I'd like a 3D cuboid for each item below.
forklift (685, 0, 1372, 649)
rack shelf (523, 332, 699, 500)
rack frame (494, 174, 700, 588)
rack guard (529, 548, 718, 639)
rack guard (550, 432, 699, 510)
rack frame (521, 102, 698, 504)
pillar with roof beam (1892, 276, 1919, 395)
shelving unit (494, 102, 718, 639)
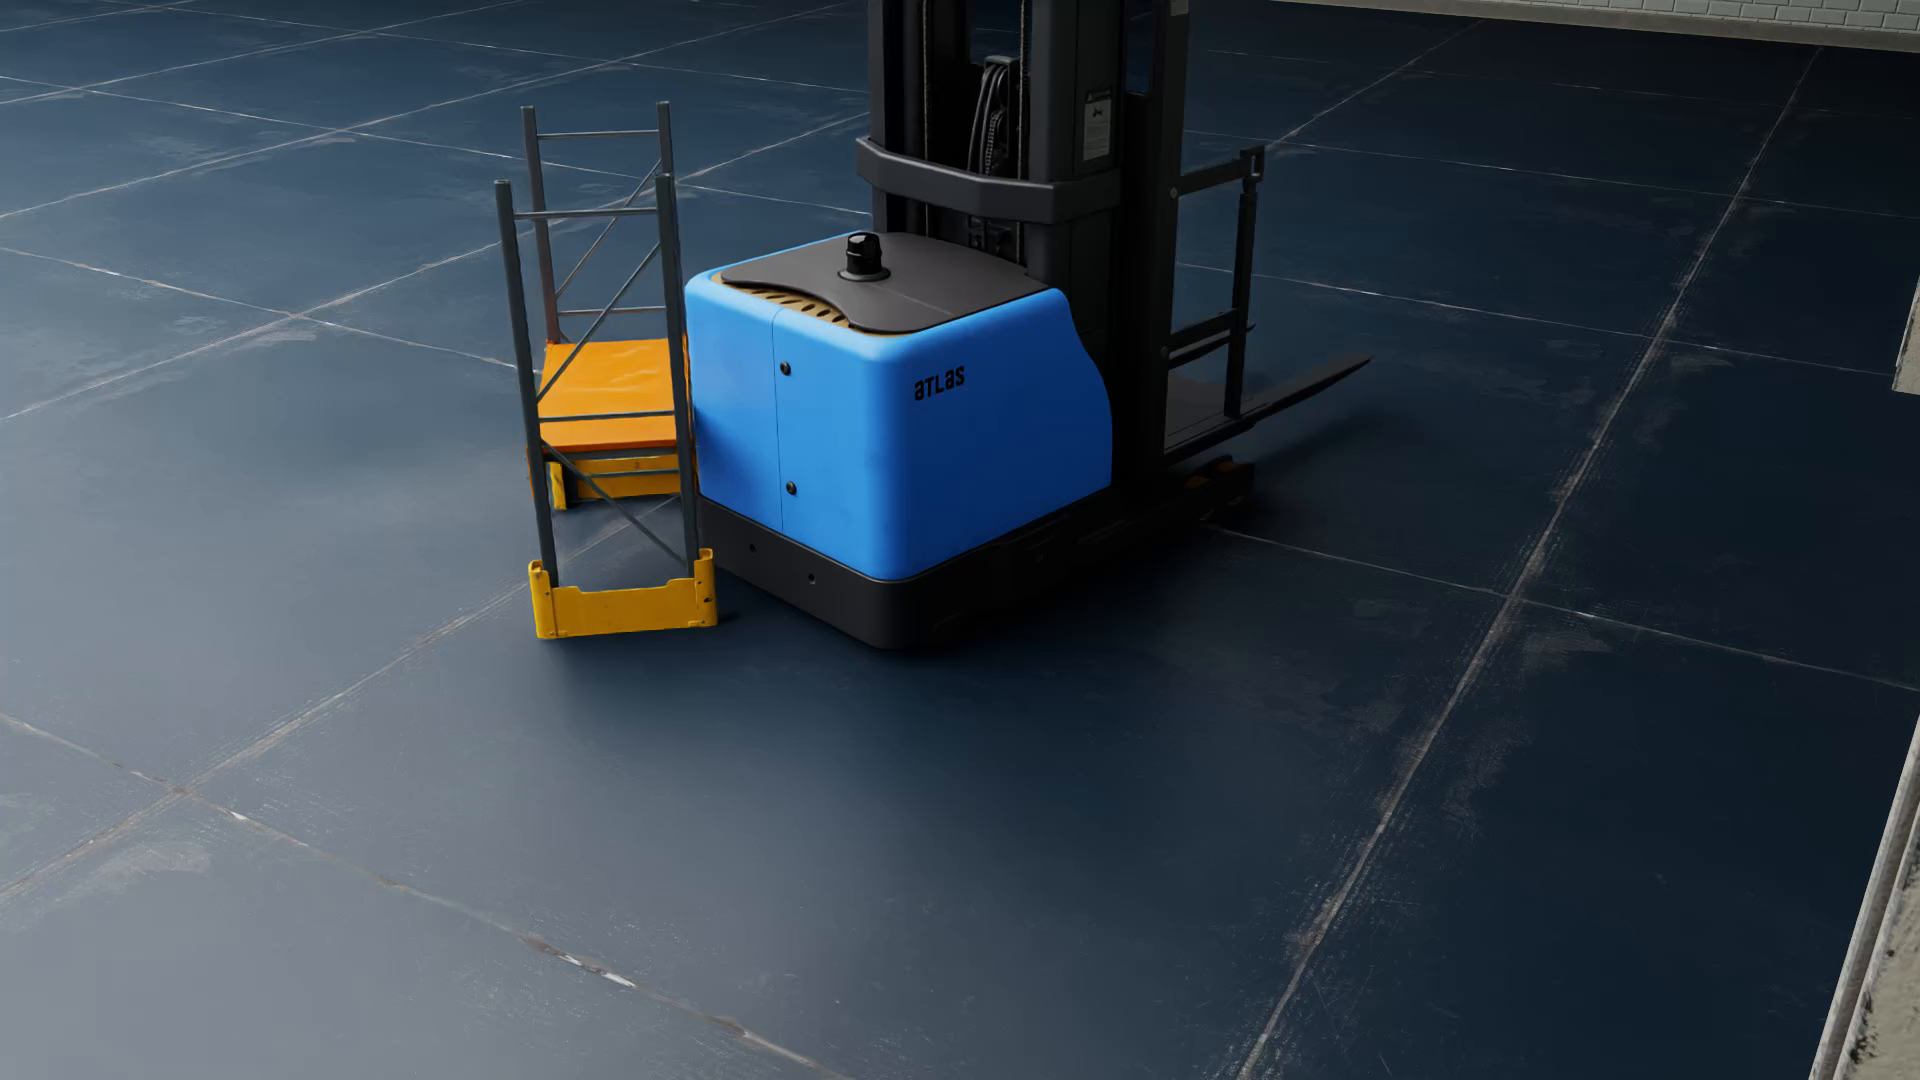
[{"bbox_3d":[0.479,-1.528,5.868,1.130,2.935,3.031,24,35,39],"label":"forklift"},{"bbox_3d":[-1.179,-0.446,5.708,0.538,0.185,1.000,-4,27,-8],"label":"rack shelf"},{"bbox_3d":[-1.099,-0.382,5.178,0.500,1.500,0.032,-4,27,-8],"label":"rack frame"},{"bbox_3d":[-1.100,0.176,5.459,0.587,0.250,0.087,-4,27,-8],"label":"rack guard"},{"bbox_3d":[-1.256,-0.264,6.339,0.587,0.250,0.087,-4,27,-8],"label":"rack guard"},{"bbox_3d":[-1.259,-0.832,6.076,0.500,1.500,0.032,-4,27,-8],"label":"rack frame"},{"bbox_3d":[0.645,-5.684,7.393,9.100,9.000,0.400,14,30,26],"label":"pillar with roof beam"},{"bbox_3d":[-1.178,-0.603,5.619,0.587,1.500,1.083,-4,27,-8],"label":"shelving unit"}]
